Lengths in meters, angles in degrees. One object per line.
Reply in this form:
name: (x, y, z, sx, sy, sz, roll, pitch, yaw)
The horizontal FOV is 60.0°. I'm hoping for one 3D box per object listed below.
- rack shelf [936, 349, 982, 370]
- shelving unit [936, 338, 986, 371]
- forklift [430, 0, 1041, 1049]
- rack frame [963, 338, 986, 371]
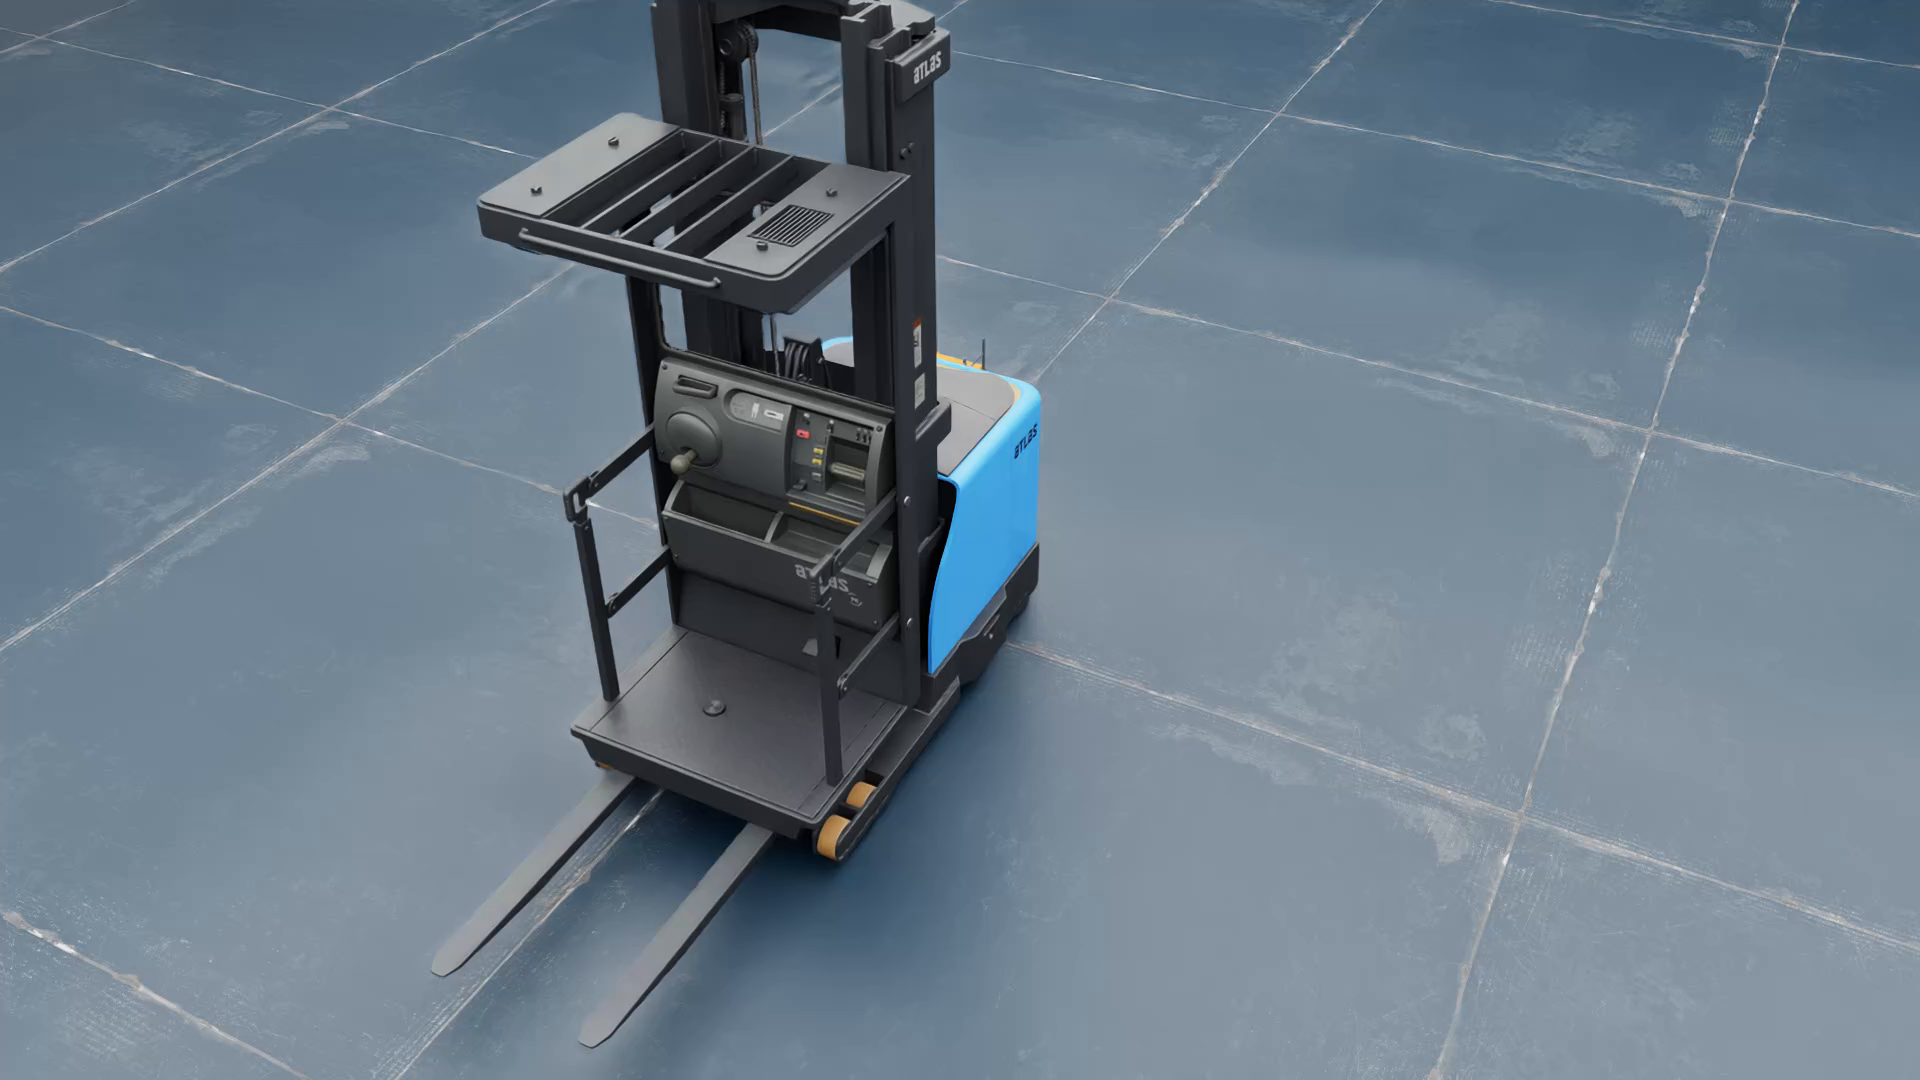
rack shelf: (-0.048, -0.651, 7.287, 0.240, 0.259, 0.215, 17, 41, 21)
shelving unit: (-0.048, -0.433, 7.452, 0.252, 1.050, 0.215, 17, 41, 21)
forklift: (-0.772, -0.288, 5.705, 1.130, 2.935, 3.031, 17, 40, 21)
rack frame: (0.061, -0.399, 7.407, 0.008, 1.050, 0.200, 17, 41, 21)
